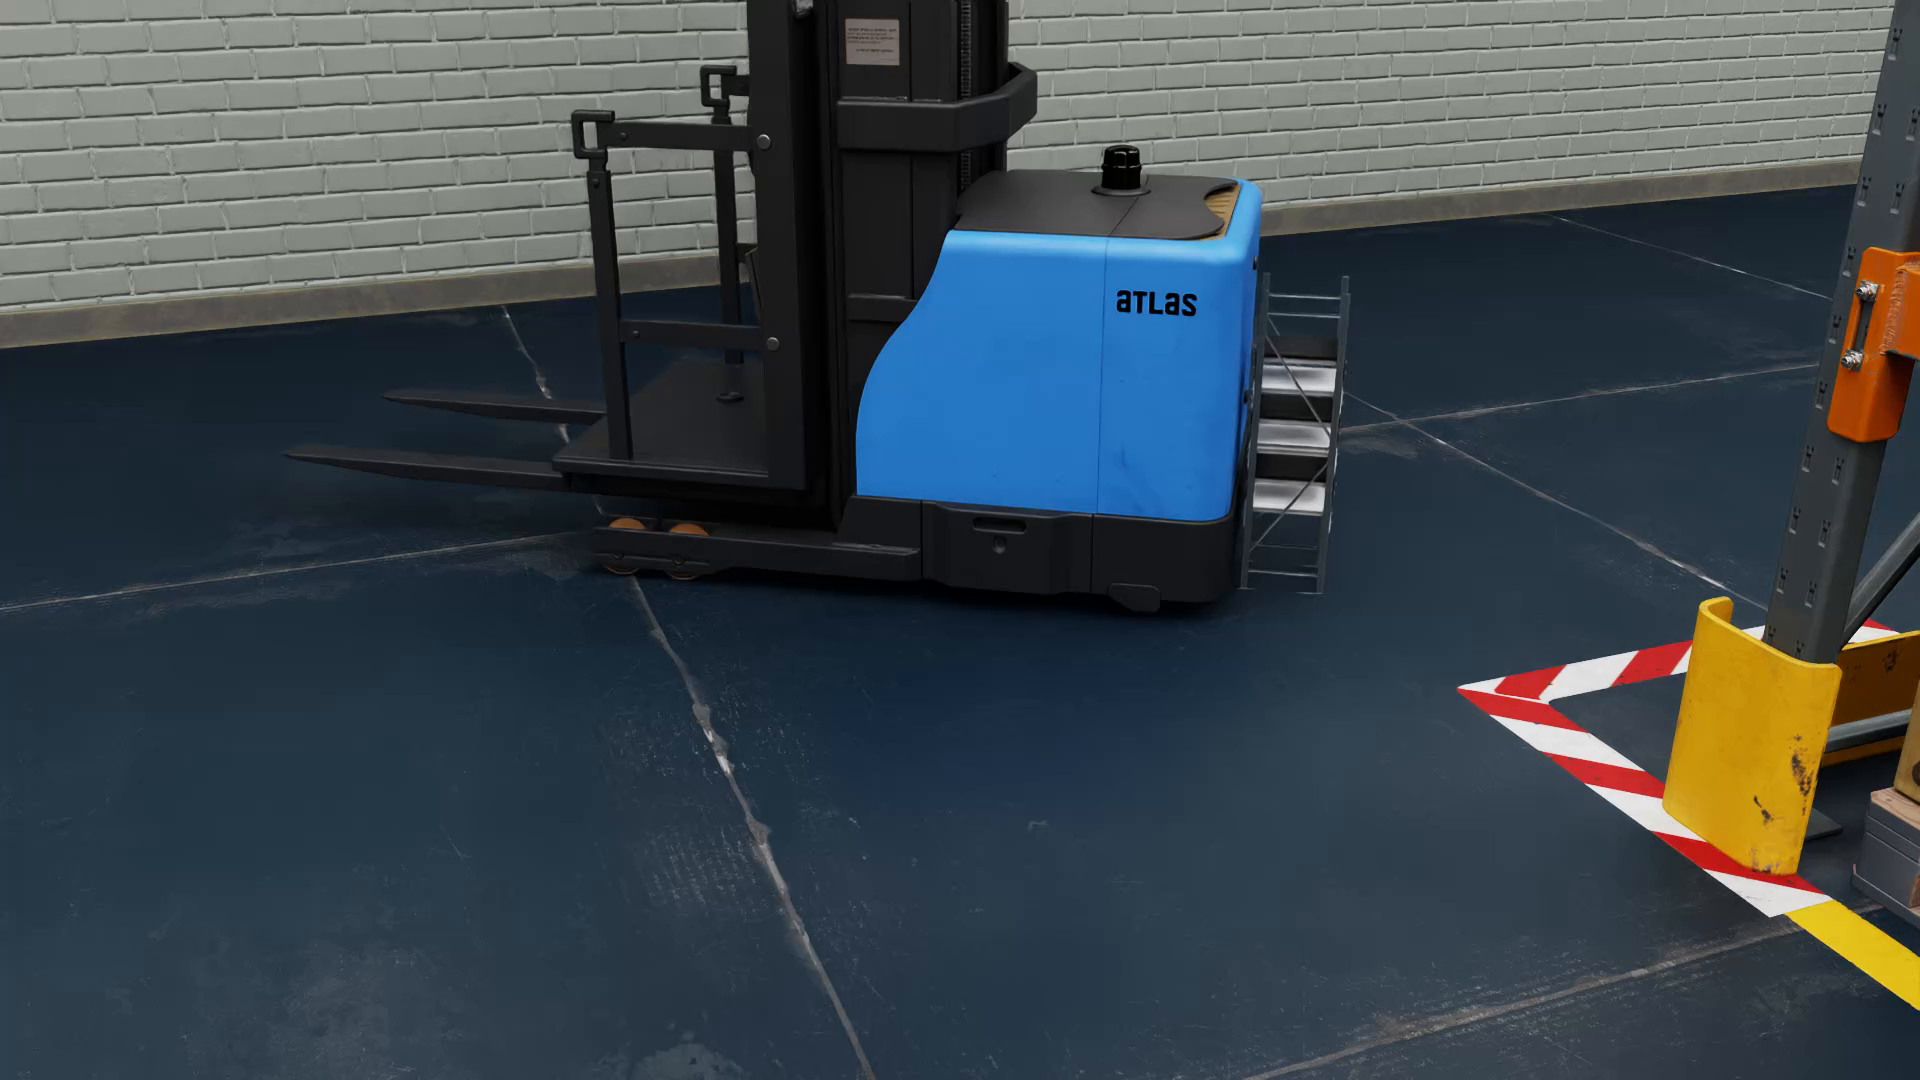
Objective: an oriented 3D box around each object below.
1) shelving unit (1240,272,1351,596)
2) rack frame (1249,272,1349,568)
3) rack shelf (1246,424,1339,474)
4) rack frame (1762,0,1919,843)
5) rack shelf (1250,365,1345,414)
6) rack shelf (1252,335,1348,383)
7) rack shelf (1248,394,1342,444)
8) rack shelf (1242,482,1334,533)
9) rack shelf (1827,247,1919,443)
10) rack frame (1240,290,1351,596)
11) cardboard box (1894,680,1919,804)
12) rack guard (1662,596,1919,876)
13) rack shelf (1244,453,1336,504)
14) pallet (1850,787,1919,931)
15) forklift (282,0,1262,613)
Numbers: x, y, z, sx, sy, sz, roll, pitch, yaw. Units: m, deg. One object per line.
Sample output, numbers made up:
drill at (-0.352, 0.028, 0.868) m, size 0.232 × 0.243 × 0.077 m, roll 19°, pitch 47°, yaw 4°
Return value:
shelving unit at (0.963, -0.300, 4.803) m, size 0.258 × 0.900 × 0.210 m, roll 4°, pitch 23°, yaw 10°
rack frame at (0.982, -0.338, 4.894) m, size 0.240 × 0.900 × 0.006 m, roll 4°, pitch 23°, yaw 10°
rack shelf at (0.963, -0.269, 4.815) m, size 0.258 × 0.077 × 0.200 m, roll 4°, pitch 23°, yaw 10°
rack frame at (2.202, -0.791, 3.265) m, size 1.000 × 3.000 × 0.127 m, roll -8°, pitch 24°, yaw -19°
rack shelf at (0.963, -0.435, 4.746) m, size 0.258 × 0.077 × 0.200 m, roll 4°, pitch 23°, yaw 10°
rack shelf at (0.963, -0.518, 4.711) m, size 0.258 × 0.077 × 0.200 m, roll 4°, pitch 23°, yaw 10°
rack shelf at (0.963, -0.352, 4.781) m, size 0.258 × 0.077 × 0.200 m, roll 4°, pitch 23°, yaw 10°
rack shelf at (0.963, -0.103, 4.885) m, size 0.258 × 0.077 × 0.200 m, roll 4°, pitch 23°, yaw 10°
rack shelf at (2.909, 0.267, 1.680) m, size 1.077 × 0.370 × 4.000 m, roll -8°, pitch 24°, yaw -19°
rack frame at (0.943, -0.261, 4.711) m, size 0.240 × 0.900 × 0.006 m, roll 4°, pitch 23°, yaw 10°
cardboard box at (2.503, 0.216, 3.070) m, size 0.875 × 0.875 × 0.875 m, roll -8°, pitch 24°, yaw -19°
rack guard at (2.194, 0.352, 3.771) m, size 1.175 × 0.500 × 0.348 m, roll -8°, pitch 24°, yaw -19°
rack shelf at (0.963, -0.186, 4.850) m, size 0.258 × 0.077 × 0.200 m, roll 4°, pitch 23°, yaw 10°
pallet at (2.558, 0.774, 3.142) m, size 1.003 × 0.211 × 1.213 m, roll -8°, pitch 24°, yaw -19°
forklift at (-0.629, -1.424, 4.855) m, size 3.031 × 2.935 × 1.130 m, roll 5°, pitch 23°, yaw 11°
